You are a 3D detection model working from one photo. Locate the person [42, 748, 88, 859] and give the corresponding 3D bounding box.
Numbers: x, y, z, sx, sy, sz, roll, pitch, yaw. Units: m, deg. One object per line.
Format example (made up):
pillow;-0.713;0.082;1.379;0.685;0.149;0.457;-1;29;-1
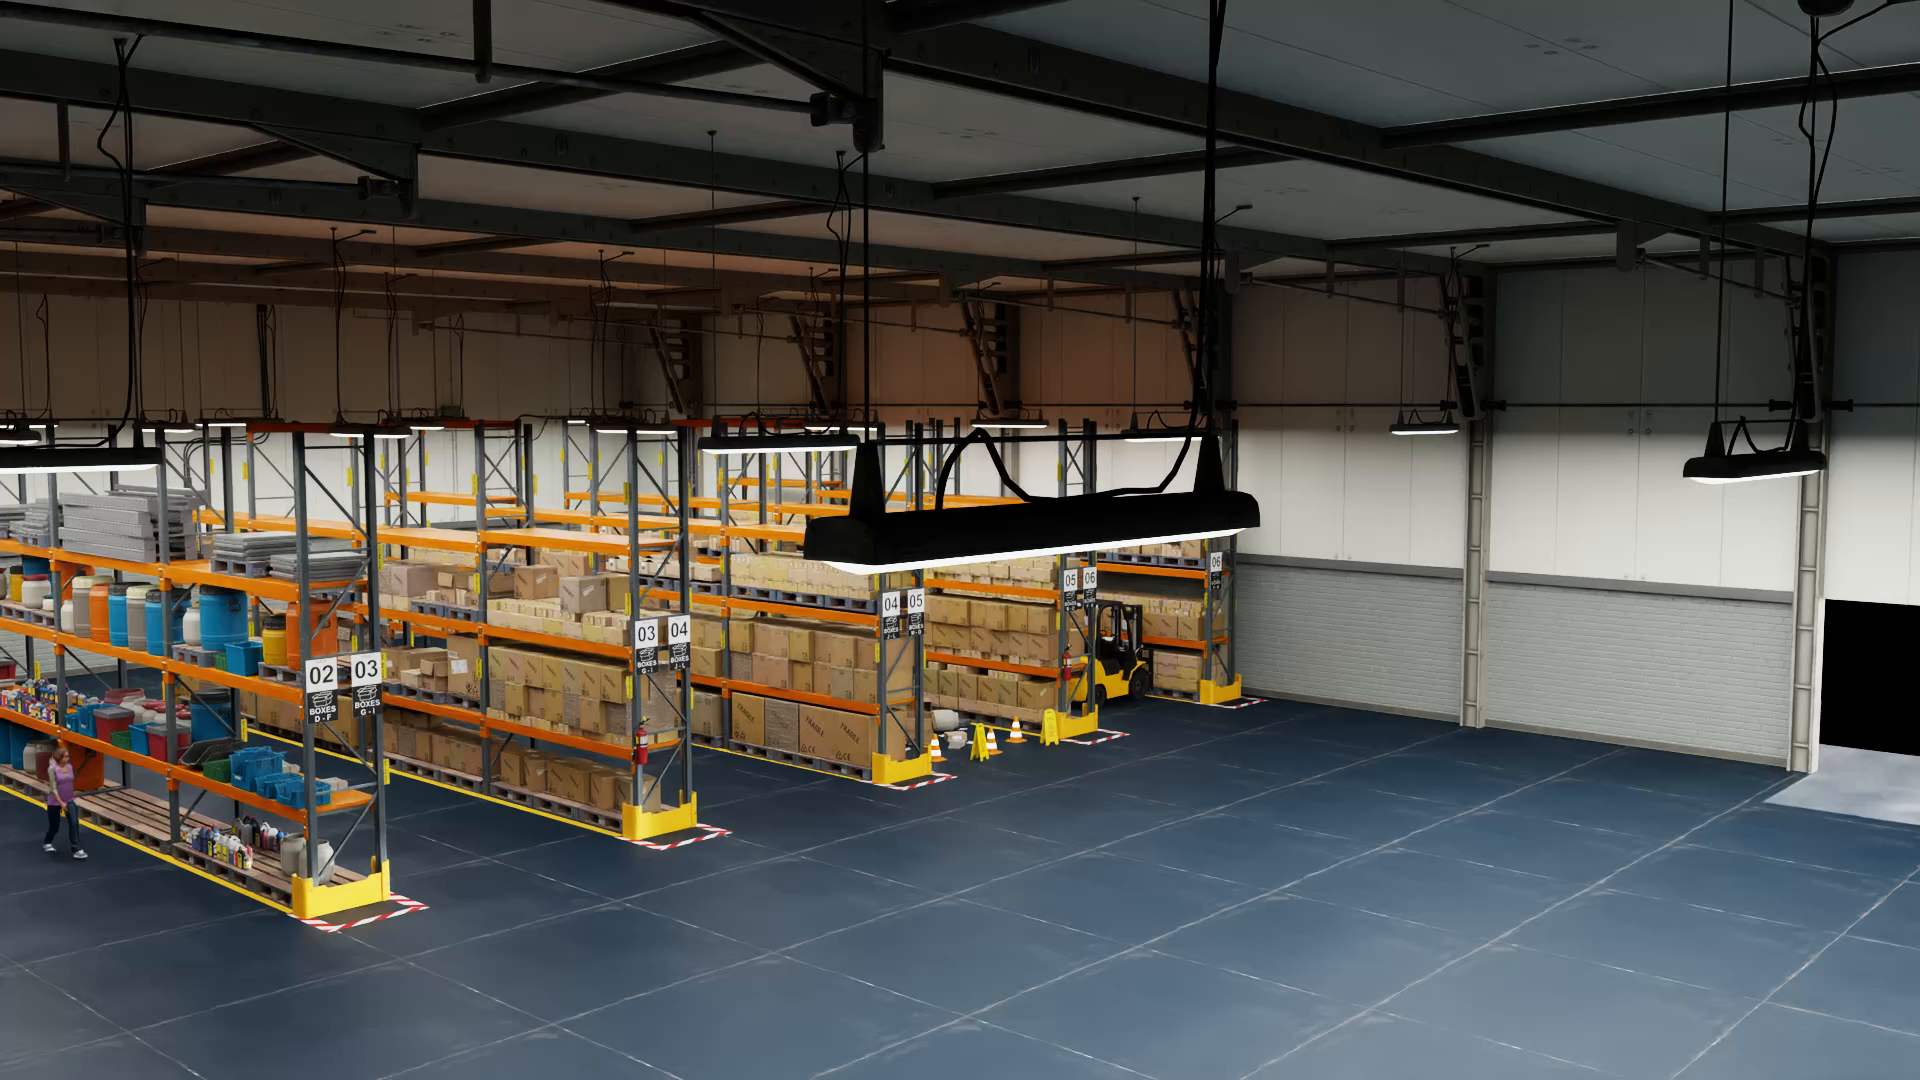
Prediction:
person;-12.520;3.660;23.261;0.964;1.519;0.404;3;6;33
